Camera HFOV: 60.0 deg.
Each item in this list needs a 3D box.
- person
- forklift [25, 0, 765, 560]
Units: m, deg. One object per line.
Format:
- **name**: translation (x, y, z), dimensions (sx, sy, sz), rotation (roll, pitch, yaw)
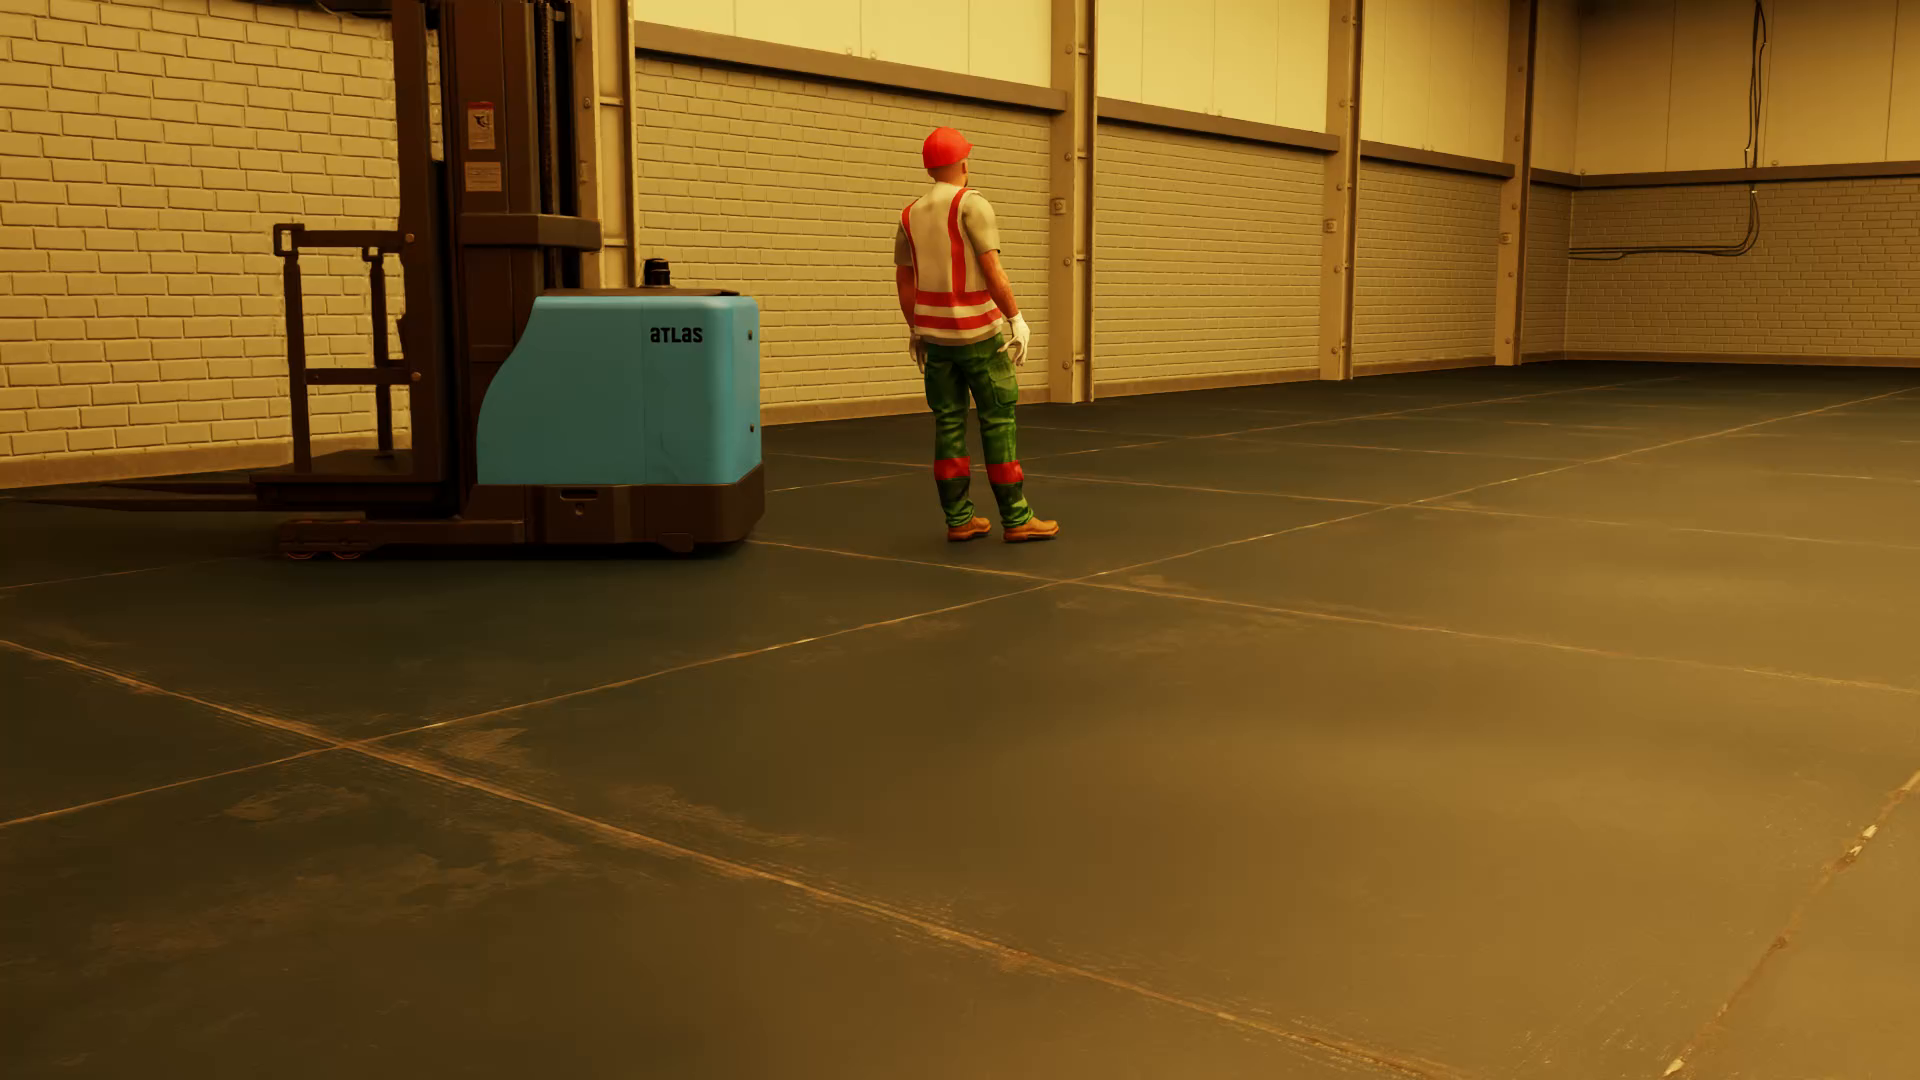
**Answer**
- **person**: translation (0.059, -0.898, 7.329), dimensions (0.638, 1.782, 0.564), rotation (7, 11, 38)
- **forklift**: translation (-2.427, -1.444, 7.148), dimensions (3.031, 2.935, 1.130), rotation (0, 8, 0)
